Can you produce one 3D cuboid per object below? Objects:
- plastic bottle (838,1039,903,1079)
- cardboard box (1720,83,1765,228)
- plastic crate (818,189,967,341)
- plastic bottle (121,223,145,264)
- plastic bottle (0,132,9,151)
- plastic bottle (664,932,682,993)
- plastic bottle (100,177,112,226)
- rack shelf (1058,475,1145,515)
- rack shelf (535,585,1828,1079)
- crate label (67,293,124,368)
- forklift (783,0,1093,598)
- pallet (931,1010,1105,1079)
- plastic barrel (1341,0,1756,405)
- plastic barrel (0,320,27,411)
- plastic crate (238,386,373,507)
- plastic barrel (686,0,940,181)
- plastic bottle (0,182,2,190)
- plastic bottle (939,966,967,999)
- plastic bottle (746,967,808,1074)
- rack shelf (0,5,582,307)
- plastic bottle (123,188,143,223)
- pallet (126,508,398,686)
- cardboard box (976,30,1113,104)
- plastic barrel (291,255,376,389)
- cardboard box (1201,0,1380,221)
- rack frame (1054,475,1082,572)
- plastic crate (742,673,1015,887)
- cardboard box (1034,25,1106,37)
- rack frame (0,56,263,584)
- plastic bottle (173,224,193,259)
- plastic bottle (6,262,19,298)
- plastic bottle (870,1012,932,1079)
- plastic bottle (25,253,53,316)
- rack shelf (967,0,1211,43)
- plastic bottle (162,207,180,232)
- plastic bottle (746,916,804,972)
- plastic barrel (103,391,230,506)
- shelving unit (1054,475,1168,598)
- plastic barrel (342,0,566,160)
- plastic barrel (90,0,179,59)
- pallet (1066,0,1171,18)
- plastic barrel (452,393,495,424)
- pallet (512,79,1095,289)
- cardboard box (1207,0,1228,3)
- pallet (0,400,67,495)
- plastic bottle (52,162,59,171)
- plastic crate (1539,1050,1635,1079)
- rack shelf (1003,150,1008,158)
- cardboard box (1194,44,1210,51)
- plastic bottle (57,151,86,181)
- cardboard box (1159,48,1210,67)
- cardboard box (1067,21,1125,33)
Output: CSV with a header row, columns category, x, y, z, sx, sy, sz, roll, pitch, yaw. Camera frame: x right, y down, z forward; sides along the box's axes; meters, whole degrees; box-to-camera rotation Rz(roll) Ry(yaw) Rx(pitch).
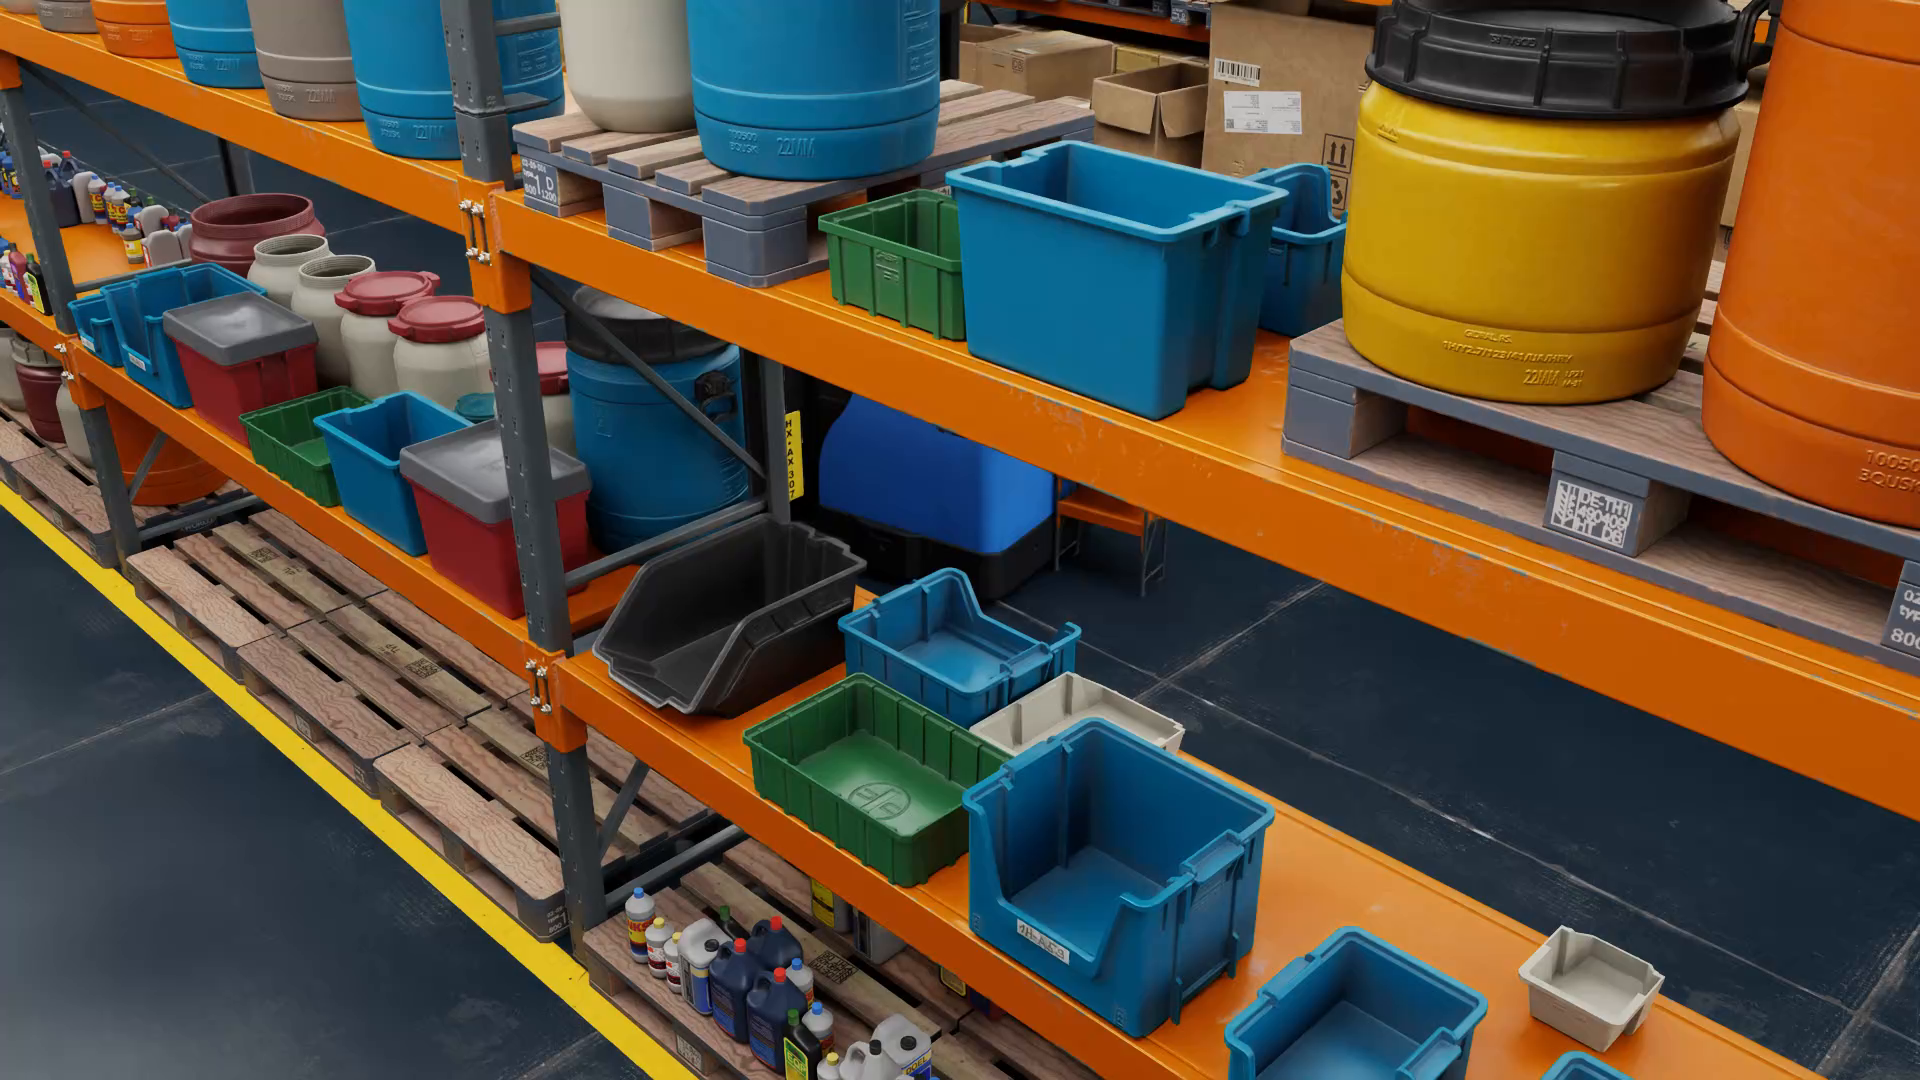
category,x,y,z,sx,sy,sz,roll,pitch,yaw
plastic bottle,-0.260,1.594,4.870,0.185,0.351,0.144,24,36,38
cardboard box,3.346,-1.690,7.240,0.500,0.500,0.500,25,36,38
plastic crate,-0.048,-0.614,3.699,0.450,0.188,0.336,25,36,38
plastic bottle,-4.321,-1.555,8.697,0.097,0.201,0.097,0,28,0
plastic bottle,-5.670,-2.322,9.996,0.185,0.351,0.144,25,36,38
plastic bottle,-0.918,1.374,5.447,0.097,0.201,0.097,0,28,0
plastic bottle,-4.709,-1.880,9.227,0.133,0.283,0.061,25,36,38
rack shelf,0.752,-0.295,8.166,0.480,0.148,0.258,17,32,29
rack shelf,0.444,0.986,4.426,4.000,0.370,1.077,25,36,38
crate label,-3.797,-0.955,7.522,0.416,0.233,0.303,25,36,38
forklift,-0.816,-1.518,8.487,3.031,2.935,1.130,17,32,29
pallet,0.341,1.880,4.948,1.213,0.211,1.003,25,36,38
plastic barrel,0.968,-0.607,2.805,0.600,0.588,0.600,0,28,0
plastic barrel,-5.466,-1.052,9.750,0.421,0.512,0.421,0,28,0
plastic crate,-2.422,-0.366,6.451,0.662,0.188,0.450,25,36,38
plastic barrel,-0.348,-1.360,3.901,0.708,0.901,0.600,25,36,38
plastic bottle,-5.771,-2.274,9.905,0.185,0.351,0.144,25,36,38
plastic bottle,-0.008,1.347,5.411,0.133,0.283,0.061,25,36,38
plastic bottle,-0.563,1.455,5.133,0.185,0.351,0.144,23,35,36
rack shelf,-2.409,-1.647,6.210,4.000,0.370,1.077,25,36,38
plastic bottle,-4.475,-1.772,9.023,0.133,0.283,0.061,25,36,38
pallet,-3.310,0.209,8.125,1.213,0.211,1.003,25,36,38
cardboard box,0.519,-2.852,10.393,0.700,0.500,0.500,-19,33,-32
plastic barrel,-2.651,-0.938,7.190,0.421,0.512,0.421,0,28,0
cardboard box,2.022,-2.386,8.969,1.000,1.000,1.000,25,37,39
rack frame,0.547,-0.416,8.251,0.015,1.200,0.240,17,32,29
plastic crate,-0.212,0.645,4.528,0.662,0.188,0.450,25,36,38
cardboard box,1.058,-4.762,16.012,0.500,0.250,0.500,-24,36,-38
rack frame,-3.835,-1.291,7.981,0.127,3.000,1.000,25,36,38
plastic bottle,-3.917,-1.484,8.483,0.135,0.276,0.152,25,36,38
plastic bottle,-4.656,-1.312,8.236,0.097,0.201,0.097,0,28,0
plastic bottle,-0.174,1.569,4.996,0.135,0.276,0.152,25,36,38
plastic bottle,-4.422,-1.229,7.990,0.133,0.283,0.061,25,36,38
rack shelf,1.761,-4.881,15.584,4.000,0.370,1.077,25,36,38
plastic bottle,-4.119,-1.610,8.714,0.133,0.283,0.061,25,36,38
plastic bottle,-0.597,1.346,5.341,0.185,0.351,0.144,25,36,38
plastic barrel,-4.196,-0.670,8.681,0.708,0.830,0.600,25,36,38
shelving unit,0.752,-0.354,8.134,0.503,1.200,0.258,17,32,29
plastic barrel,-1.497,-1.629,4.863,0.708,0.901,0.600,25,36,38
plastic barrel,-2.935,-2.255,6.131,0.708,0.830,0.600,25,36,38
pallet,1.747,-5.095,15.422,1.213,0.211,1.003,25,36,38
plastic barrel,-1.819,-0.407,6.450,0.301,0.262,0.301,0,28,0
pallet,-0.399,-1.026,4.459,1.003,0.211,1.213,25,36,38
cardboard box,2.337,-4.712,14.307,0.250,0.149,0.380,24,36,38
pallet,-5.292,-0.698,9.850,1.213,0.211,1.003,25,36,38
plastic bottle,-5.144,-2.022,9.510,0.097,0.271,0.097,0,28,0
plastic crate,1.303,1.322,3.173,0.616,0.251,0.499,25,36,38
rack shelf,1.064,-1.963,10.034,4.000,0.370,1.077,25,36,38
cardboard box,2.504,-4.430,15.380,0.500,0.250,0.500,24,36,38
plastic bottle,-5.017,-2.023,9.428,0.185,0.351,0.144,25,36,38
cardboard box,2.148,-4.256,15.050,0.500,0.250,0.500,-25,36,-38
cardboard box,1.400,-4.933,16.337,0.500,0.250,0.500,-23,36,-37
